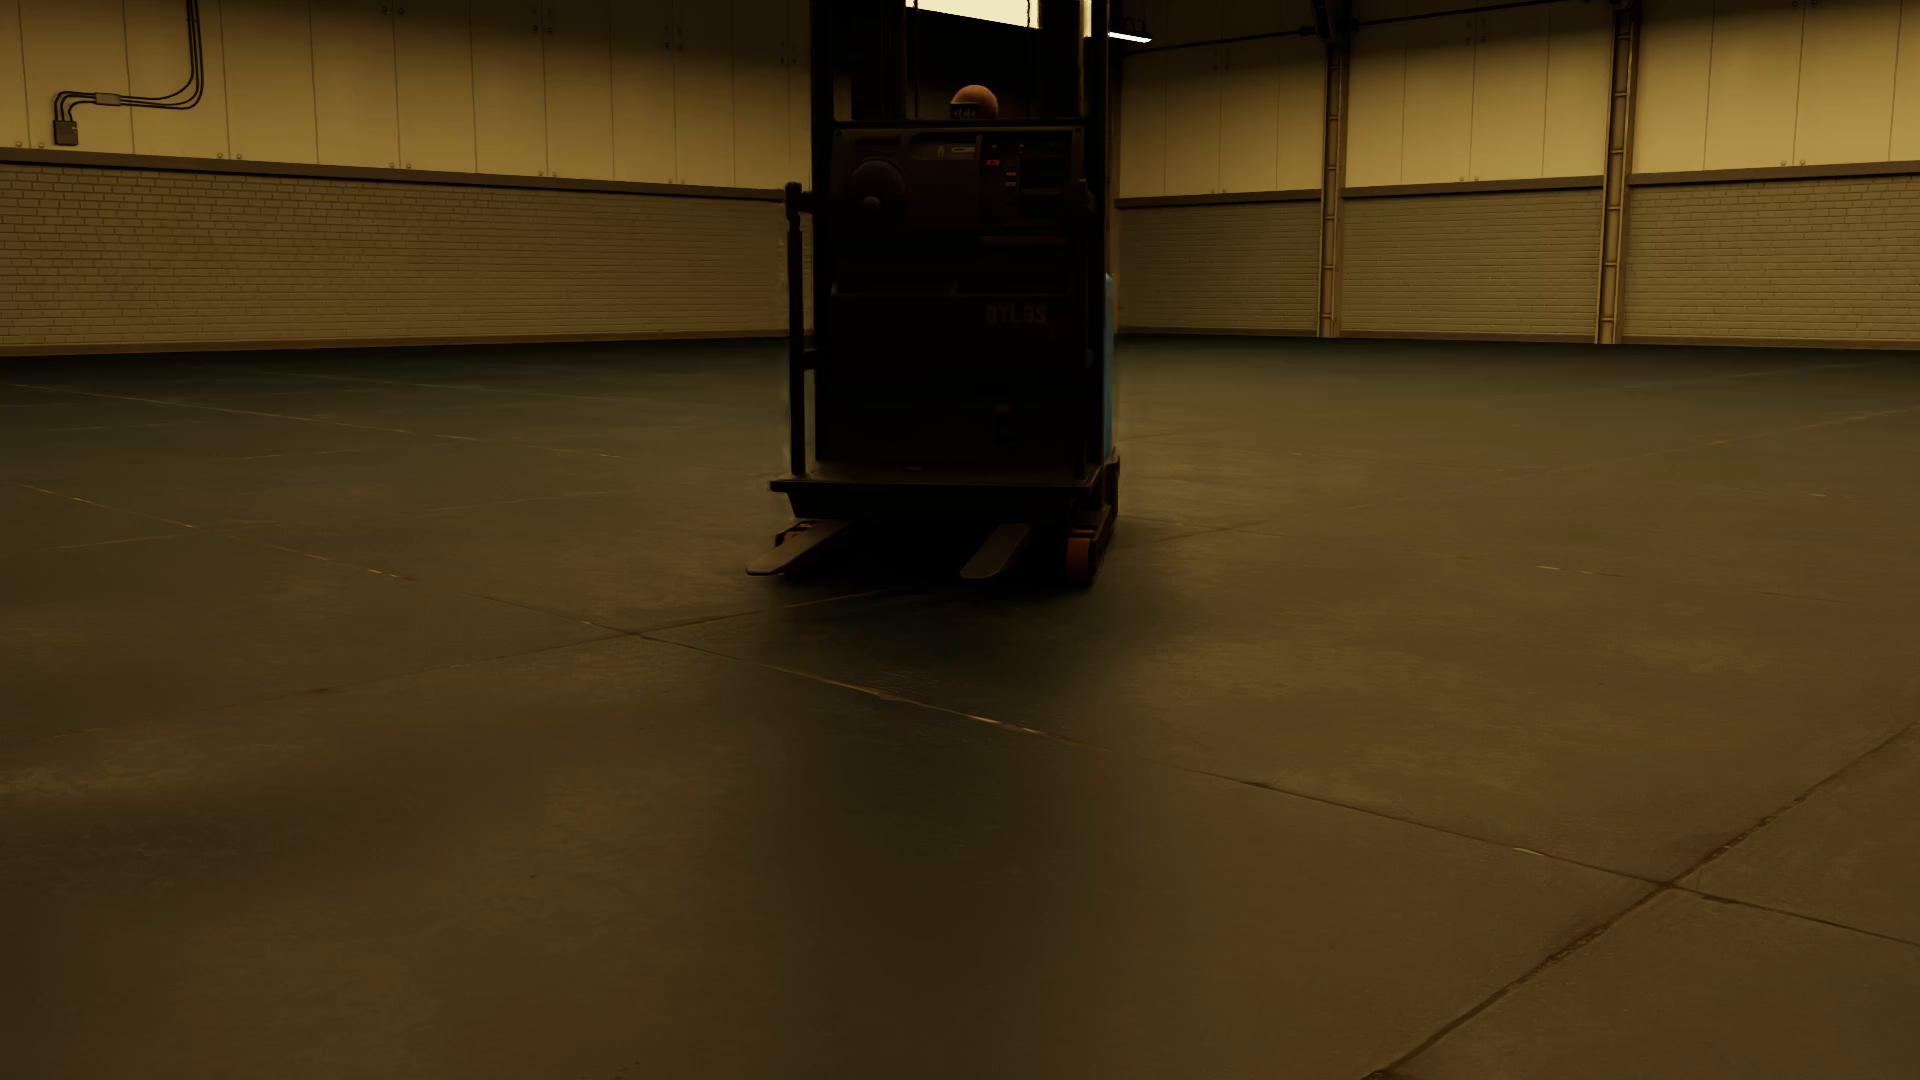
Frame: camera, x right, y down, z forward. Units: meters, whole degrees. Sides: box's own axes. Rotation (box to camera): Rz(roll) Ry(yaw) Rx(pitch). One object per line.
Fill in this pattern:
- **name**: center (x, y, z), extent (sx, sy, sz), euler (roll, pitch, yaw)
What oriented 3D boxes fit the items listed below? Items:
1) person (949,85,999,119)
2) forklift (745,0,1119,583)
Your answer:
- **person**: center (-0.058, -0.925, 6.632), extent (0.543, 1.700, 0.553), euler (8, 12, 43)
- **forklift**: center (-0.042, -1.354, 5.863), extent (1.130, 2.935, 3.031), euler (1, 9, 8)
